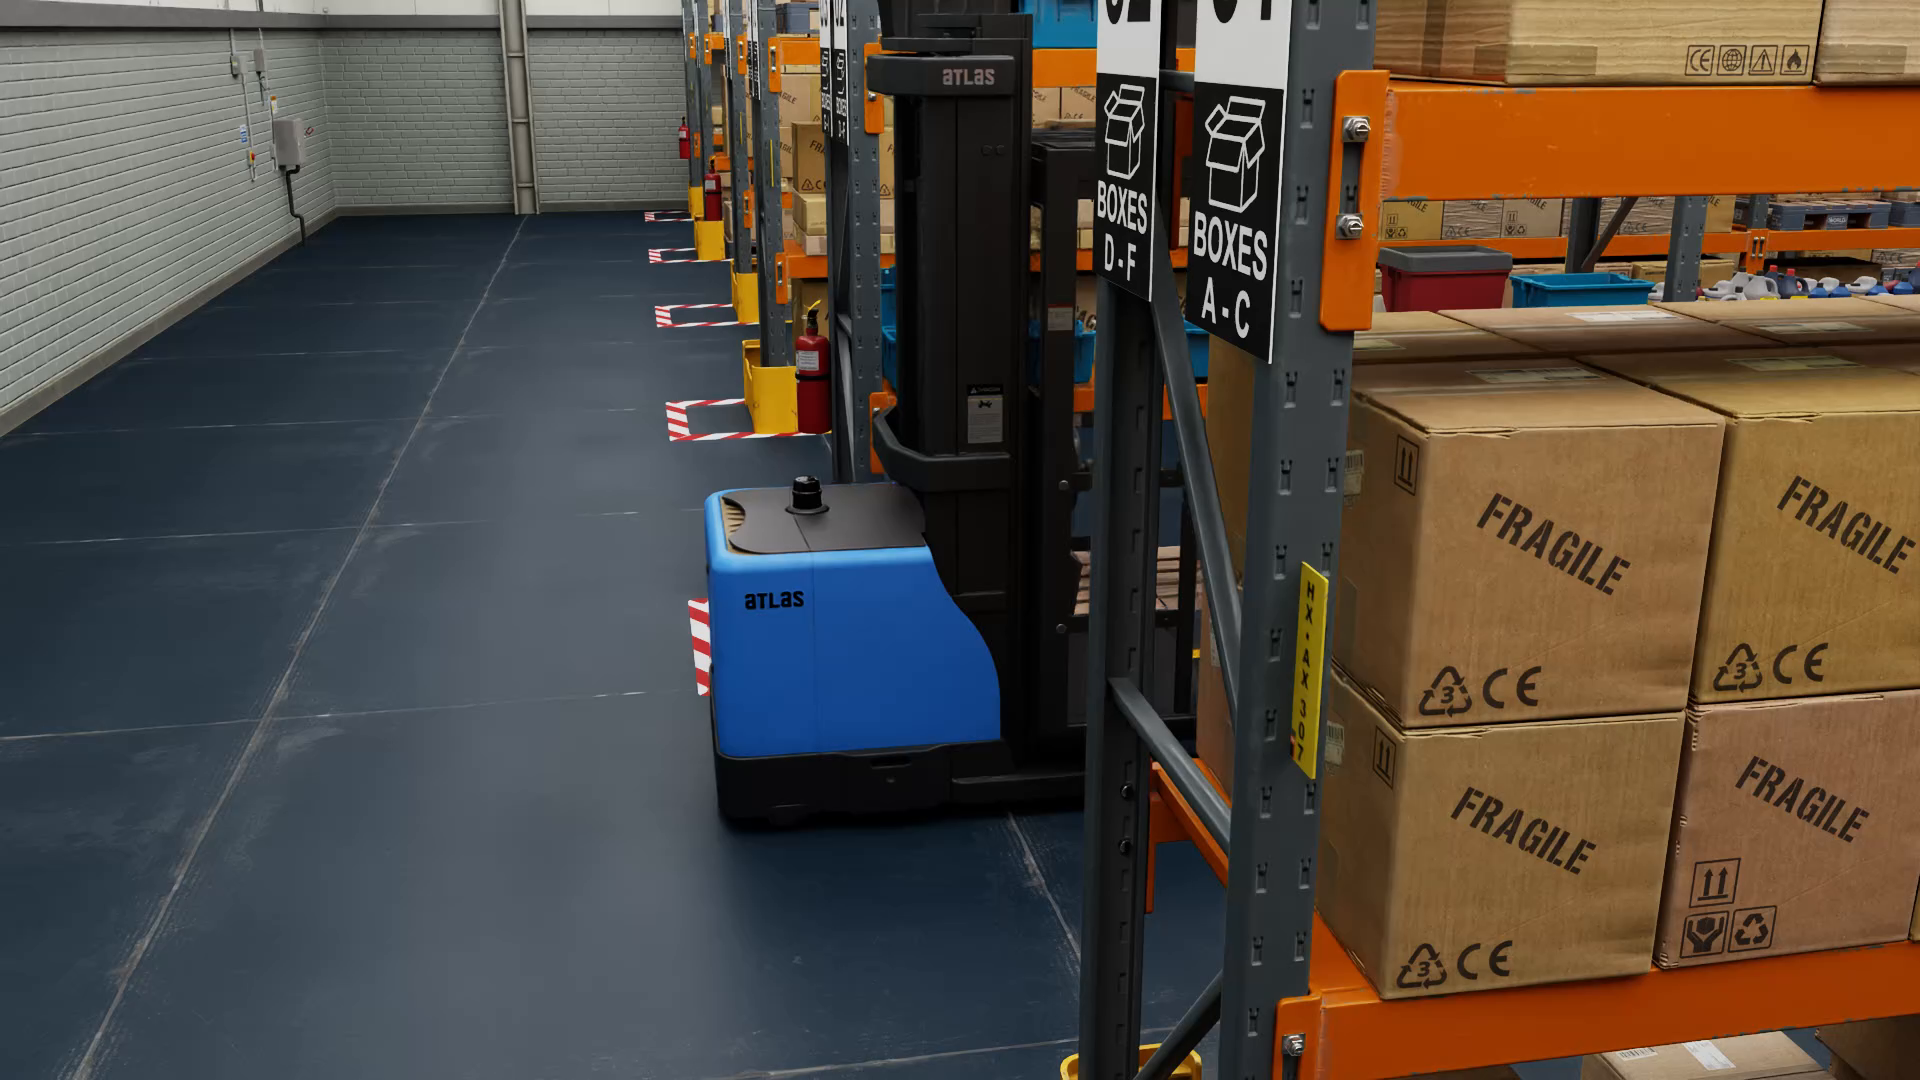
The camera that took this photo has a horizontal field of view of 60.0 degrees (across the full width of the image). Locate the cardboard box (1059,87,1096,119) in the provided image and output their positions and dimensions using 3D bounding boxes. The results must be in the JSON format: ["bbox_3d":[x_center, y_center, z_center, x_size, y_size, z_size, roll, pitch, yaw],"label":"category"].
[{"bbox_3d":[1.234,-4.619,17.361,0.500,0.500,0.500,-4,17,-12],"label":"cardboard box"}]

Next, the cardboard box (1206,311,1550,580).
[{"bbox_3d":[0.819,-0.171,3.385,0.500,0.500,0.500,-3,17,-11],"label":"cardboard box"}]

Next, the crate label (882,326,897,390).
[{"bbox_3d":[-0.197,-0.836,7.609,0.303,0.233,0.416,-3,17,-10],"label":"crate label"}]

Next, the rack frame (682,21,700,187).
[{"bbox_3d":[-4.267,-6.684,26.465,0.127,3.000,1.000,-3,17,-10],"label":"rack frame"}]

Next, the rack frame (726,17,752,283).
[{"bbox_3d":[-2.283,-3.832,17.180,0.127,3.000,1.000,-3,17,-10],"label":"rack frame"}]

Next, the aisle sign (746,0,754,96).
[{"bbox_3d":[-1.569,-3.722,12.393,0.004,0.787,0.394,-3,17,-10],"label":"aisle sign"}]

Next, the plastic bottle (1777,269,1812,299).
[{"bbox_3d":[4.475,-1.282,8.962,0.185,0.351,0.144,-3,17,-10],"label":"plastic bottle"}]

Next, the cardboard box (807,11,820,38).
[{"bbox_3d":[-1.276,-5.174,16.694,0.500,0.250,0.500,-3,17,-9],"label":"cardboard box"}]

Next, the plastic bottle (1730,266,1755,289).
[{"bbox_3d":[4.266,-1.314,9.064,0.185,0.351,0.144,-3,17,-10],"label":"plastic bottle"}]

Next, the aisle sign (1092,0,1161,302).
[{"bbox_3d":[0.309,-0.868,3.101,0.004,0.787,0.394,-3,17,-10],"label":"aisle sign"}]

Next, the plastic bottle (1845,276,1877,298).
[{"bbox_3d":[4.965,-1.316,9.200,0.135,0.276,0.152,-3,17,-10],"label":"plastic bottle"}]

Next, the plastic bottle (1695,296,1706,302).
[{"bbox_3d":[4.003,-1.216,9.001,0.097,0.201,0.097,0,17,0],"label":"plastic bottle"}]

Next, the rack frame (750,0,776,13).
[{"bbox_3d":[-1.441,-5.265,11.625,0.127,3.000,1.000,-3,17,-10],"label":"rack frame"}]

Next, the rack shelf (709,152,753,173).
[{"bbox_3d":[-1.358,-5.021,22.276,4.000,0.370,1.077,-3,17,-10],"label":"rack shelf"}]

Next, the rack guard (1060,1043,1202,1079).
[{"bbox_3d":[0.509,1.650,3.589,0.348,0.500,1.175,-3,17,-10],"label":"rack guard"}]

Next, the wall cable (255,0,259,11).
[{"bbox_3d":[-8.993,-7.940,20.337,0.029,3.000,2.355,-3,17,-10],"label":"wall cable"}]

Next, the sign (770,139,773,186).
[{"bbox_3d":[-1.342,-2.688,11.845,0.005,0.325,0.100,-3,17,-10],"label":"sign"}]

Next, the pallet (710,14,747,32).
[{"bbox_3d":[-2.595,-6.689,21.524,1.213,0.211,1.003,-3,17,-10],"label":"pallet"}]

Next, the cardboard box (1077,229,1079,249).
[{"bbox_3d":[0.737,-2.302,12.627,0.250,0.149,0.380,-3,17,-10],"label":"cardboard box"}]

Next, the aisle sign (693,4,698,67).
[{"bbox_3d":[-3.451,-6.582,21.704,0.004,0.787,0.394,-3,17,-10],"label":"aisle sign"}]

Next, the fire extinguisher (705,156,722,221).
[{"bbox_3d":[-2.618,-3.736,17.633,0.183,0.674,0.296,-3,17,-10],"label":"fire extinguisher"}]

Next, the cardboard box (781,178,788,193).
[{"bbox_3d":[-1.903,-3.636,16.968,0.250,0.149,0.380,-3,17,-11],"label":"cardboard box"}]

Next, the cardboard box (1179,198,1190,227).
[{"bbox_3d":[1.595,-2.560,12.787,0.500,0.250,0.500,-3,17,-9],"label":"cardboard box"}]

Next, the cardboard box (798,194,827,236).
[{"bbox_3d":[-0.919,-2.416,12.318,0.500,0.250,0.500,-4,17,-12],"label":"cardboard box"}]

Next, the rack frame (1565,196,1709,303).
[{"bbox_3d":[3.426,-1.192,8.583,0.127,3.000,1.000,-3,17,-10],"label":"rack frame"}]

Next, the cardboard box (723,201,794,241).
[{"bbox_3d":[-2.692,-4.295,22.335,0.875,0.438,0.875,-4,17,-12],"label":"cardboard box"}]

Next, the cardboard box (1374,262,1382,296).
[{"bbox_3d":[3.111,-1.846,13.617,0.875,0.875,1.225,-3,17,-10],"label":"cardboard box"}]

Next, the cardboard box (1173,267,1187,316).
[{"bbox_3d":[1.823,-1.791,13.437,0.875,0.875,0.875,-3,17,-10],"label":"cardboard box"}]

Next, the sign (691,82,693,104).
[{"bbox_3d":[-4.163,-6.942,25.829,0.005,0.325,0.100,-3,17,-10],"label":"sign"}]

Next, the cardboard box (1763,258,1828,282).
[{"bbox_3d":[7.066,-2.262,14.299,0.500,0.250,0.500,-3,17,-8],"label":"cardboard box"}]

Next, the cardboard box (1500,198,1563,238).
[{"bbox_3d":[4.476,-2.707,13.347,0.500,0.500,0.500,-3,17,-9],"label":"cardboard box"}]

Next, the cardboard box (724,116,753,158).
[{"bbox_3d":[-2.795,-5.245,21.610,0.500,0.500,0.500,-3,17,-11],"label":"cardboard box"}]

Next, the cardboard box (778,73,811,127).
[{"bbox_3d":[-1.792,-4.449,16.807,0.500,0.500,0.500,-3,17,-11],"label":"cardboard box"}]

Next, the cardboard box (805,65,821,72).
[{"bbox_3d":[-1.897,-6.096,21.571,0.250,0.149,0.380,-3,17,-10],"label":"cardboard box"}]

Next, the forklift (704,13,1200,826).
[{"bbox_3d":[0.508,-0.520,6.512,3.031,2.935,1.130,-3,17,-10],"label":"forklift"}]

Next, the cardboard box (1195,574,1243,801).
[{"bbox_3d":[0.822,0.308,3.530,0.500,0.500,0.500,-3,17,-9],"label":"cardboard box"}]

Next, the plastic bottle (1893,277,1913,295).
[{"bbox_3d":[5.216,-1.318,9.215,0.097,0.271,0.097,0,17,0],"label":"plastic bottle"}]

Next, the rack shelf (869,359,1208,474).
[{"bbox_3d":[1.462,-0.736,8.326,4.000,0.370,1.077,-3,17,-10],"label":"rack shelf"}]

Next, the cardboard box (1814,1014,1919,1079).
[{"bbox_3d":[2.518,1.326,3.890,0.637,0.503,0.797,-3,17,-10],"label":"cardboard box"}]

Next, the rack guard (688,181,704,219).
[{"bbox_3d":[-4.192,-5.494,26.846,0.348,0.500,1.175,-3,17,-10],"label":"rack guard"}]

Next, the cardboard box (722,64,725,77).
[{"bbox_3d":[-2.920,-6.029,21.355,0.250,0.149,0.380,-3,17,-9],"label":"cardboard box"}]

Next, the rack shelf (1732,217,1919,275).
[{"bbox_3d":[8.377,-2.610,14.425,4.000,0.370,1.077,-3,17,-10],"label":"rack shelf"}]

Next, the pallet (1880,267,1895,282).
[{"bbox_3d":[10.261,-3.187,19.830,1.213,0.211,1.003,-3,17,-10],"label":"pallet"}]

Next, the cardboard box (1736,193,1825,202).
[{"bbox_3d":[6.936,-3.132,14.016,0.500,0.500,0.500,-5,18,-17],"label":"cardboard box"}]

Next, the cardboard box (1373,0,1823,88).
[{"bbox_3d":[0.987,-0.858,2.644,0.500,0.250,0.500,-3,17,-10],"label":"cardboard box"}]

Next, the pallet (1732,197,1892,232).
[{"bbox_3d":[7.093,-2.821,14.214,1.003,0.211,1.213,-3,17,-10],"label":"pallet"}]

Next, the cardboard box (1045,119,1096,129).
[{"bbox_3d":[0.972,-3.040,13.072,0.500,0.500,0.500,-4,17,-12],"label":"cardboard box"}]

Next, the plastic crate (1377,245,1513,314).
[{"bbox_3d":[2.501,-1.274,8.638,0.583,0.464,0.402,-3,17,-10],"label":"plastic crate"}]
